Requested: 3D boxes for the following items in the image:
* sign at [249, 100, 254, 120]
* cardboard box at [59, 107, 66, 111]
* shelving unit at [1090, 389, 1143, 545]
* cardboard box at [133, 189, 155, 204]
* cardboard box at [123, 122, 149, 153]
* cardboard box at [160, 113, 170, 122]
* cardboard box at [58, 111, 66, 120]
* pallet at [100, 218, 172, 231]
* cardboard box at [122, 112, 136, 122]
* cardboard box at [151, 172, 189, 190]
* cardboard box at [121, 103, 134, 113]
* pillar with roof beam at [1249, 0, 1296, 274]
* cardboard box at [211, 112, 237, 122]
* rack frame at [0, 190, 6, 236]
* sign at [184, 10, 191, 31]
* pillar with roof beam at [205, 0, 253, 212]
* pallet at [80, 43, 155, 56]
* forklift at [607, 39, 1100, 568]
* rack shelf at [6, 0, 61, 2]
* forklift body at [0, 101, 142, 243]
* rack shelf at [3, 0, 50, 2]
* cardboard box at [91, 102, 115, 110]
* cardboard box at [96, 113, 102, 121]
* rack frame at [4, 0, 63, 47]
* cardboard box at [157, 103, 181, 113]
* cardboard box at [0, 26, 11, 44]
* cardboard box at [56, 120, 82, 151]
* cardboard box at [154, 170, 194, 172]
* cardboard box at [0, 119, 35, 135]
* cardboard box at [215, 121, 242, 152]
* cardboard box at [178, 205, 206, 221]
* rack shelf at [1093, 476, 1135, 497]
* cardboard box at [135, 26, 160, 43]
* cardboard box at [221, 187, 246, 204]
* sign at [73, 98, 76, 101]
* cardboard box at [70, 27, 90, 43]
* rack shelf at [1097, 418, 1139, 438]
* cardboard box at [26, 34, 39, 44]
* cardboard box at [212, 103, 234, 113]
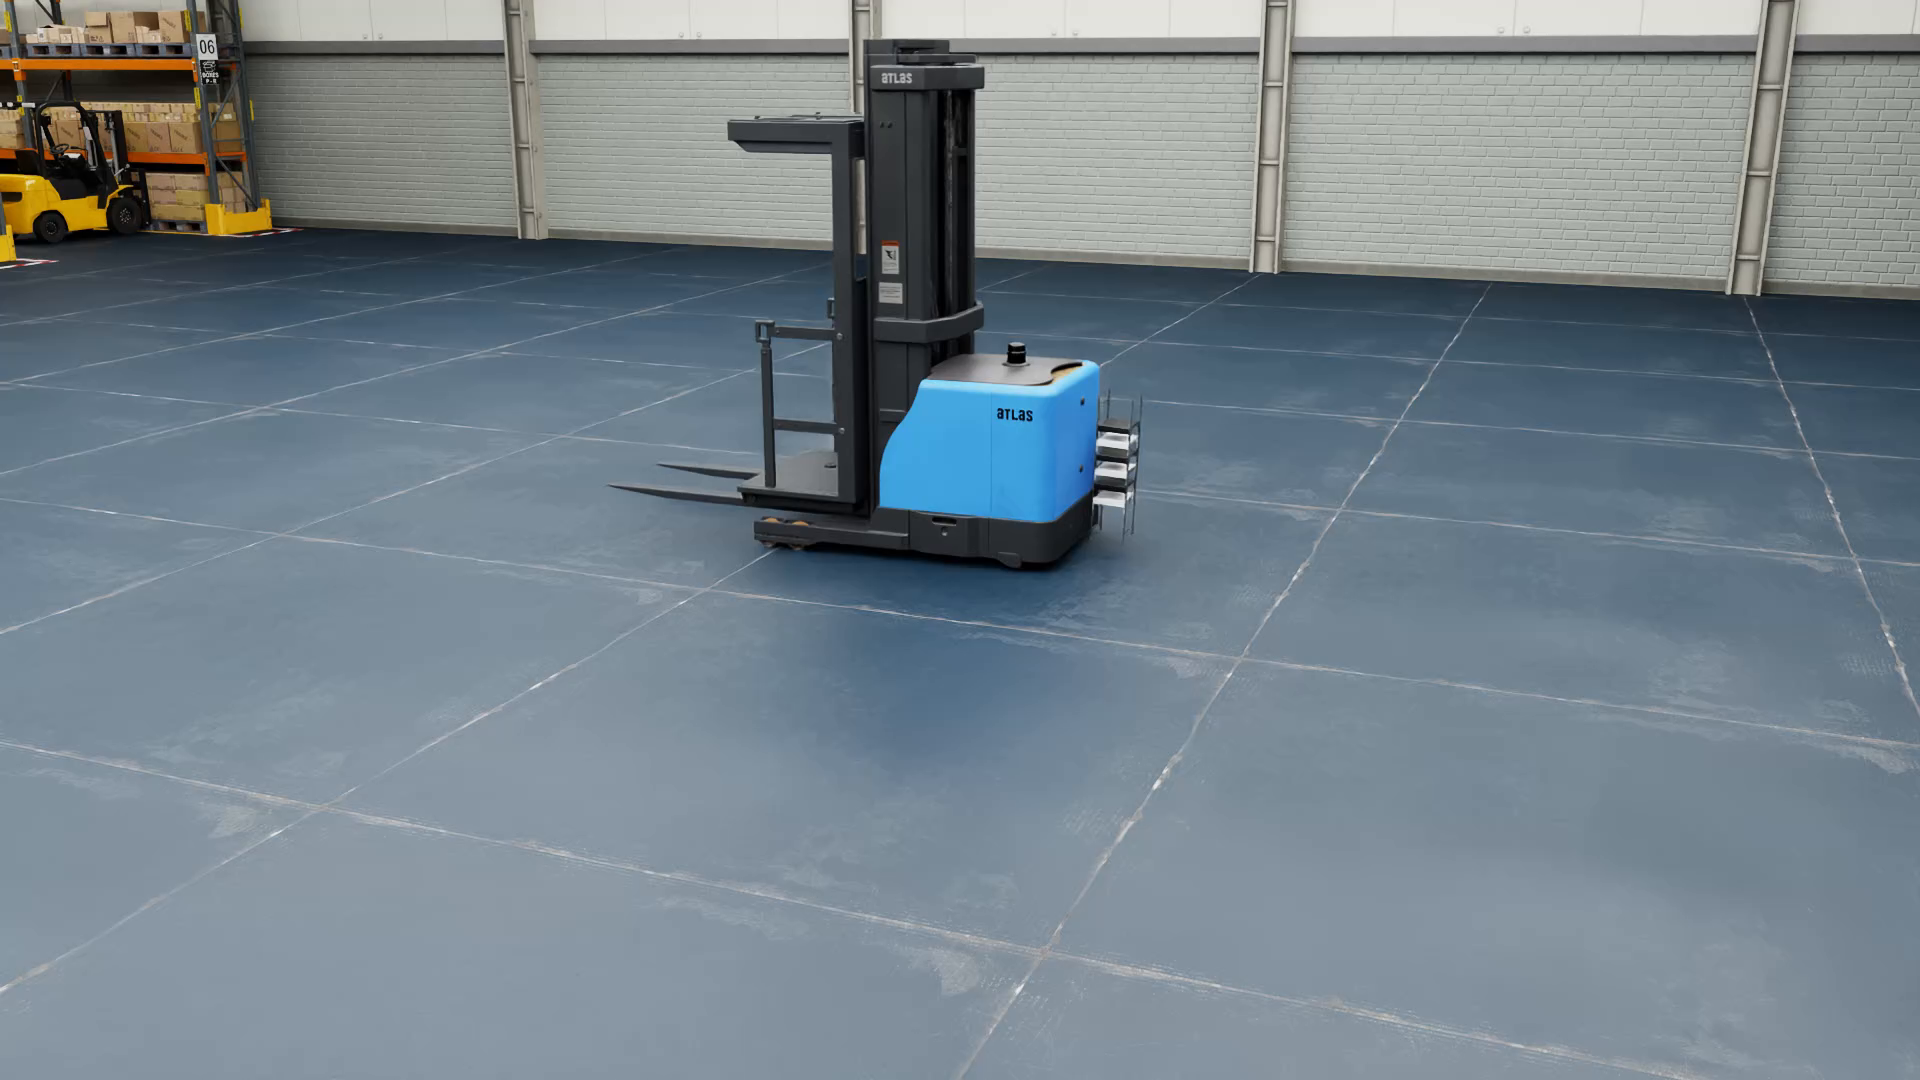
[{"bbox_3d":[-12.009,-7.272,28.149,0.005,0.325,0.100,6,17,21],"label":"sign"},{"bbox_3d":[-15.235,-7.450,28.580,0.250,0.149,0.380,6,17,20],"label":"cardboard box"},{"bbox_3d":[0.946,-0.443,10.071,0.210,0.900,0.258,8,18,19],"label":"shelving unit"},{"bbox_3d":[-13.737,-5.867,28.284,0.500,0.250,0.500,6,17,19],"label":"cardboard box"},{"bbox_3d":[-13.729,-6.813,28.084,0.500,0.500,0.500,6,17,20],"label":"cardboard box"},{"bbox_3d":[-13.111,-7.059,27.765,0.250,0.149,0.380,7,17,22],"label":"cardboard box"},{"bbox_3d":[-15.246,-7.298,28.588,0.250,0.149,0.380,6,17,21],"label":"cardboard box"},{"bbox_3d":[-14.076,-5.529,28.840,1.213,0.211,1.003,6,17,21],"label":"pallet"},{"bbox_3d":[-13.846,-7.123,27.985,0.250,0.149,0.380,6,17,21],"label":"cardboard box"},{"bbox_3d":[-13.239,-6.054,28.031,0.500,0.250,0.500,7,17,22],"label":"cardboard box"},{"bbox_3d":[-13.853,-7.264,27.940,0.250,0.149,0.380,7,17,22],"label":"cardboard box"},{"bbox_3d":[2.629,-6.904,17.813,0.400,9.000,9.100,6,17,21],"label":"pillar with roof beam"},{"bbox_3d":[-12.439,-7.137,28.034,0.250,0.149,0.380,6,17,19],"label":"cardboard box"},{"bbox_3d":[-14.036,-5.388,23.352,0.127,3.000,1.000,6,17,21],"label":"rack frame"},{"bbox_3d":[-12.431,-8.364,26.777,0.005,0.325,0.100,6,17,21],"label":"sign"},{"bbox_3d":[-14.115,-8.745,24.156,0.400,9.000,9.100,6,17,21],"label":"pillar with roof beam"},{"bbox_3d":[-14.006,-8.277,28.082,1.213,0.211,1.003,6,17,21],"label":"pallet"},{"bbox_3d":[-0.714,-1.483,10.026,3.031,2.935,1.130,6,17,20],"label":"forklift"},{"bbox_3d":[-14.079,-9.223,27.812,4.000,0.370,1.077,6,17,21],"label":"rack shelf"},{"bbox_3d":[-14.652,-5.989,26.944,1.214,2.155,2.313,6,17,21],"label":"forklift body"},{"bbox_3d":[-17.800,-9.633,29.221,4.000,0.370,1.077,6,17,21],"label":"rack shelf"},{"bbox_3d":[-14.524,-7.366,28.291,0.250,0.149,0.380,6,17,20],"label":"cardboard box"},{"bbox_3d":[-14.559,-7.205,28.268,0.250,0.149,0.380,6,17,19],"label":"cardboard box"},{"bbox_3d":[-15.940,-9.966,28.360,0.127,3.000,1.000,6,17,21],"label":"rack frame"},{"bbox_3d":[-13.123,-7.197,27.707,0.250,0.149,0.380,7,17,22],"label":"cardboard box"},{"bbox_3d":[-16.702,-8.743,28.756,0.500,0.311,0.500,6,17,19],"label":"cardboard box"},{"bbox_3d":[-15.132,-6.970,28.625,0.500,0.500,0.500,7,17,22],"label":"cardboard box"},{"bbox_3d":[-13.524,-6.239,28.670,0.500,0.250,0.500,6,17,20],"label":"cardboard box"},{"bbox_3d":[-16.490,-7.237,29.093,0.500,0.250,0.500,6,17,19],"label":"cardboard box"},{"bbox_3d":[-12.578,-6.846,28.196,0.500,0.500,0.500,7,18,22],"label":"cardboard box"},{"bbox_3d":[-12.772,-5.523,27.995,0.500,0.250,0.500,6,17,21],"label":"cardboard box"},{"bbox_3d":[0.942,-0.325,10.107,0.200,0.077,0.258,8,18,19],"label":"rack shelf"},{"bbox_3d":[-13.337,-8.333,27.425,0.258,0.266,0.396,6,17,21],"label":"cardboard box"},{"bbox_3d":[-12.580,-5.899,28.394,0.500,0.250,0.500,7,17,22],"label":"cardboard box"},{"bbox_3d":[-15.737,-7.682,29.561,0.005,0.325,0.100,6,17,21],"label":"sign"},{"bbox_3d":[-14.670,-8.480,27.931,0.258,0.266,0.396,6,17,19],"label":"cardboard box"},{"bbox_3d":[0.955,-0.669,10.002,0.200,0.077,0.258,8,18,19],"label":"rack shelf"},{"bbox_3d":[-15.634,-8.529,28.312,0.250,0.149,0.380,7,17,22],"label":"cardboard box"},{"bbox_3d":[-12.453,-7.268,27.951,0.250,0.149,0.380,6,17,20],"label":"cardboard box"}]
